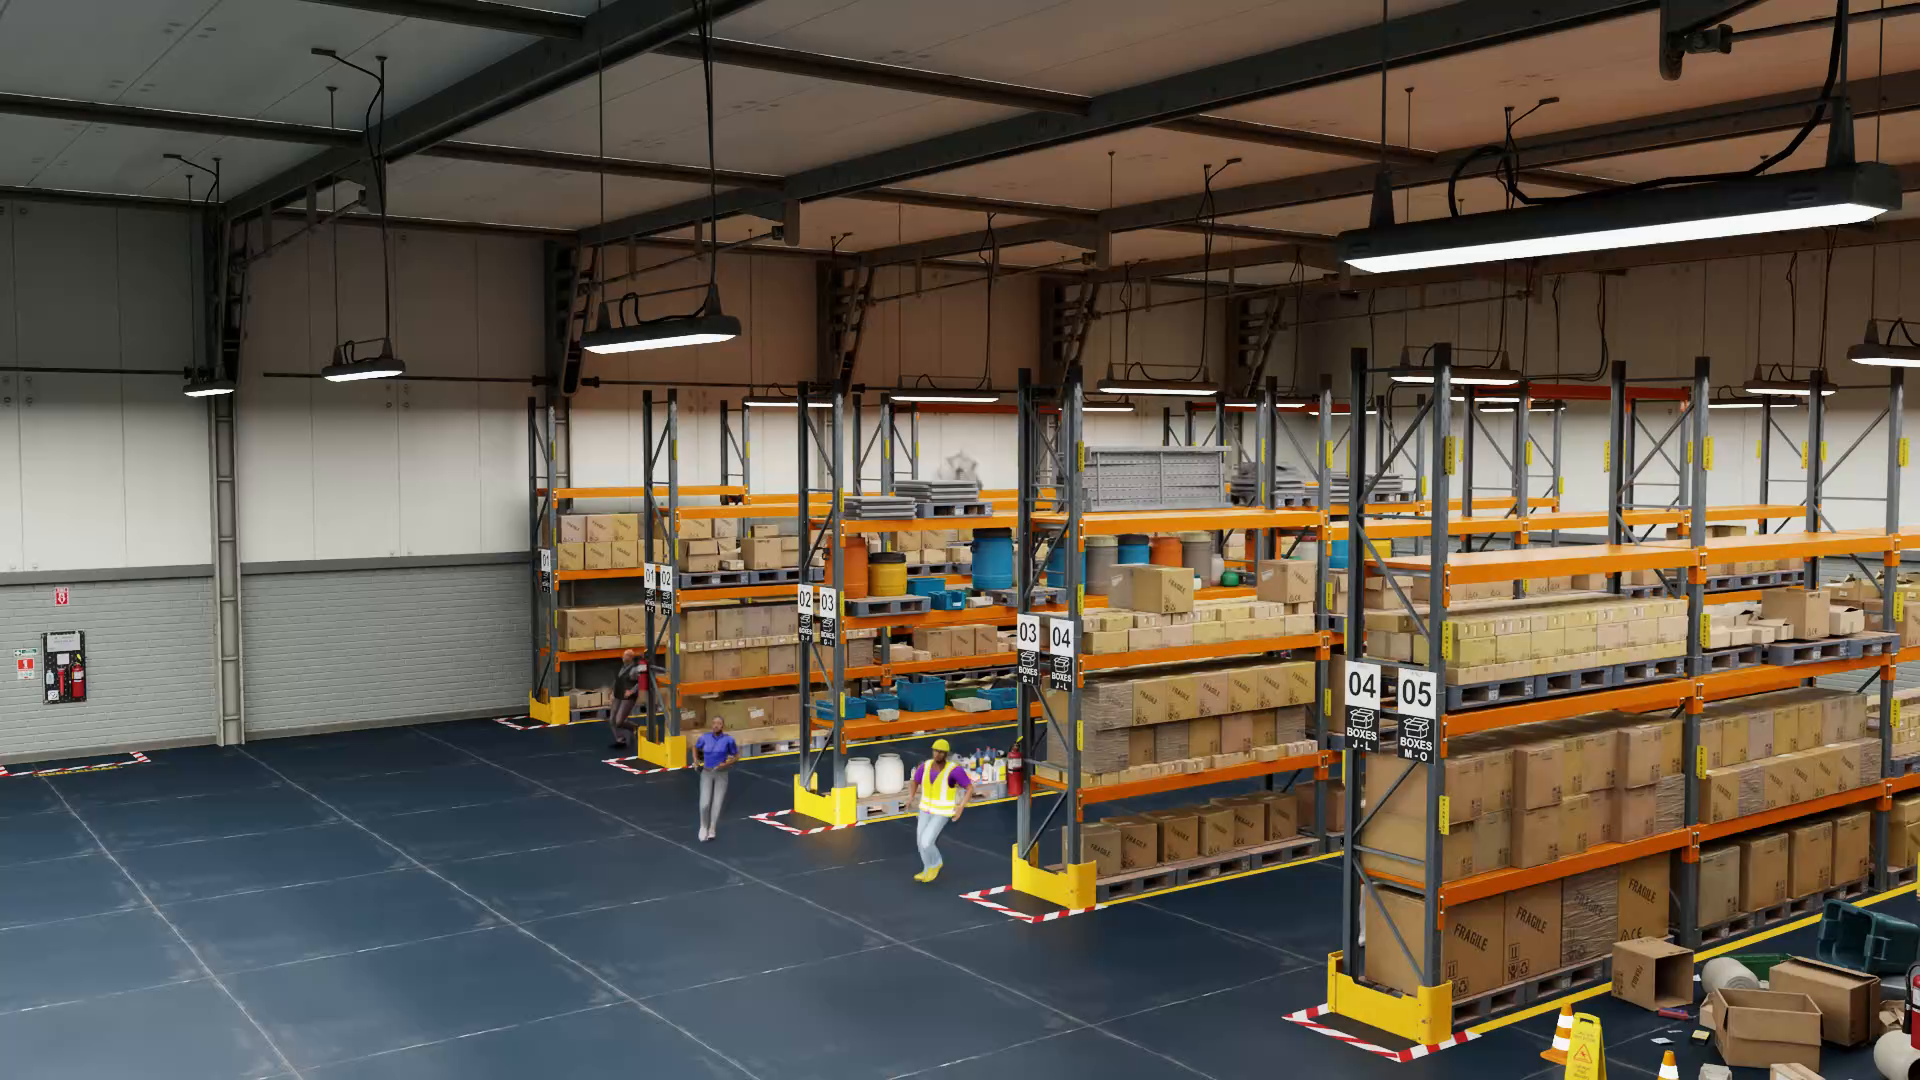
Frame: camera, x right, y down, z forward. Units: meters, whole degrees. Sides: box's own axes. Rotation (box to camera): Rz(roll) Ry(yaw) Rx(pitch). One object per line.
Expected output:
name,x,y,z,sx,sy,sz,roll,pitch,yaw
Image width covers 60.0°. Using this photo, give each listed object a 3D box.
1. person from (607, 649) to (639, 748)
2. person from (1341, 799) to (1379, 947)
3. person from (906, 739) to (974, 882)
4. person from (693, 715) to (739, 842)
person,-5.666,2.682,28.059,0.704,1.666,0.529,3,4,41
person,4.284,3.326,17.116,0.716,1.645,0.711,-3,5,-42
person,-0.290,3.157,19.349,0.764,1.702,0.578,2,4,35
person,-3.159,3.082,21.507,0.610,1.646,0.574,0,3,-4
